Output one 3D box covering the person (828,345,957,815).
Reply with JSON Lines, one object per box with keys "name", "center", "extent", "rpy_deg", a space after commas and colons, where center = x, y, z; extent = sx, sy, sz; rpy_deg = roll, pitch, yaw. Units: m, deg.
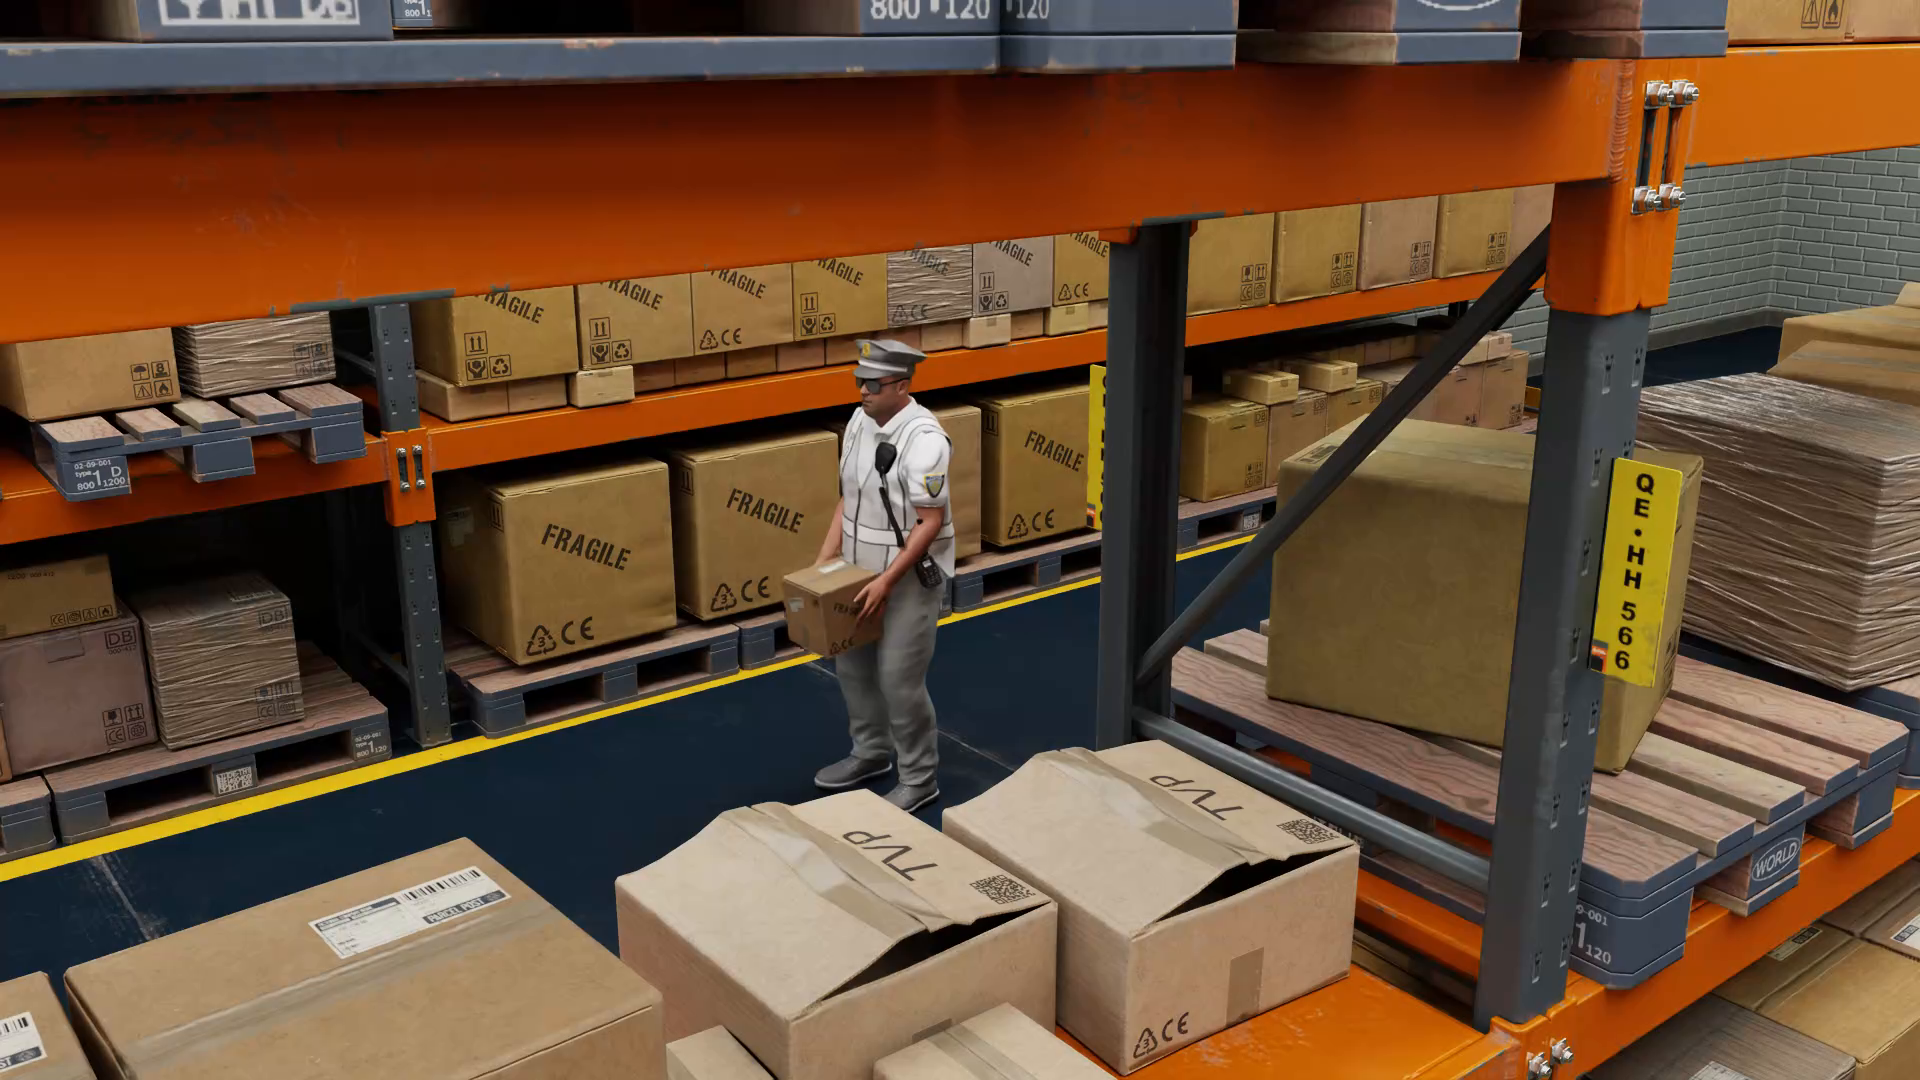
{"name": "person", "center": [-0.254, 0.134, 6.113], "extent": [0.435, 1.748, 0.589], "rpy_deg": [-14, 22, -37]}
